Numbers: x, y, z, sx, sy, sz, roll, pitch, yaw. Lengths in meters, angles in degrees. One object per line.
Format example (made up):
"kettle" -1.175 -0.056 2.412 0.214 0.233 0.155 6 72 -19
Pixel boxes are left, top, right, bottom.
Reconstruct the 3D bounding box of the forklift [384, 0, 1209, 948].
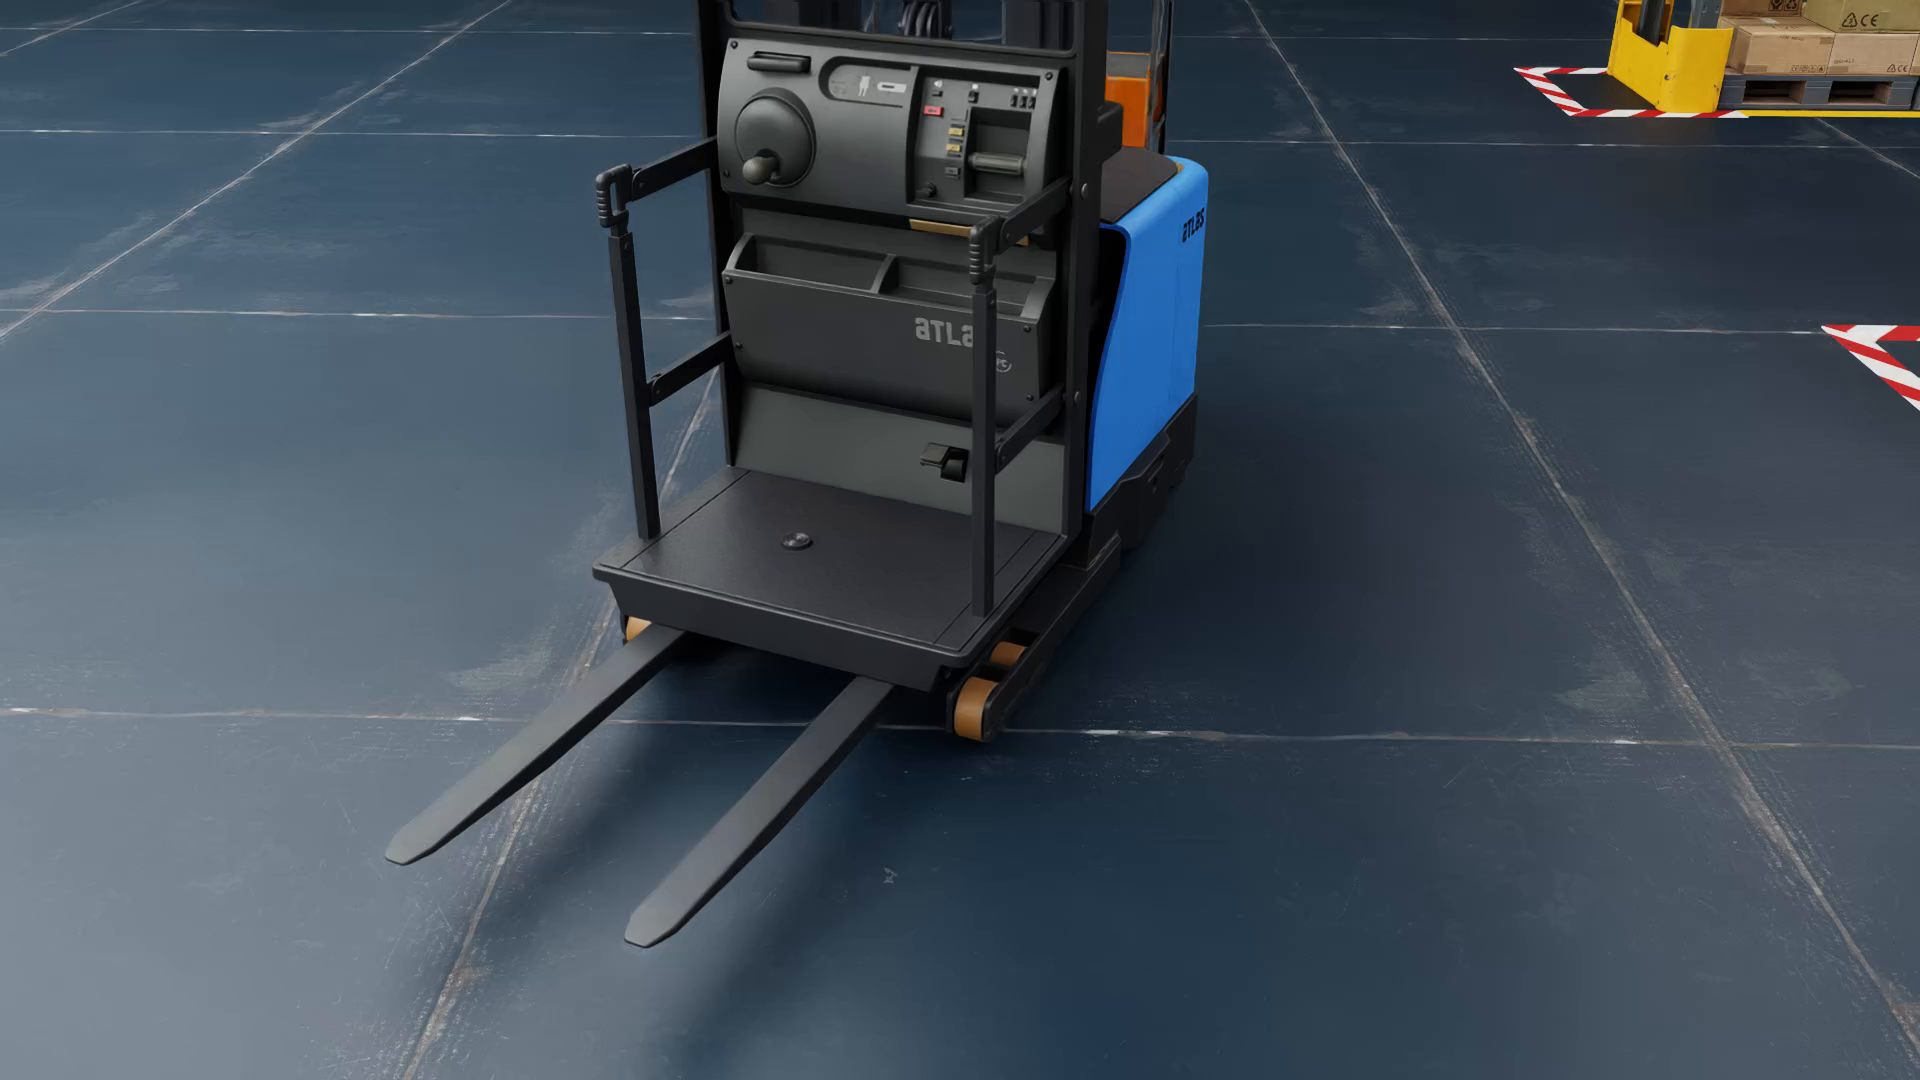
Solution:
"forklift" -0.283 -1.007 4.021 1.130 2.935 3.031 12 30 22

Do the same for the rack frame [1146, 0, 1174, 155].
"rack frame" 0.666 -1.387 5.625 0.015 2.100 0.400 7 29 13

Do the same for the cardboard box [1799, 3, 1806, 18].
"cardboard box" 5.567 -3.310 10.778 0.500 0.250 0.500 1 28 2

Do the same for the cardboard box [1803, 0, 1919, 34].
"cardboard box" 5.548 -3.394 10.136 0.500 0.500 0.500 1 28 2

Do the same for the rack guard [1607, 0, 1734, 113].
"rack guard" 4.496 -3.108 10.579 0.348 0.500 1.175 1 28 2

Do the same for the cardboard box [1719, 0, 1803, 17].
"cardboard box" 5.067 -3.645 10.609 0.500 0.500 0.500 1 28 2

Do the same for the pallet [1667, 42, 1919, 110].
"pallet" 5.286 -2.987 10.660 1.213 0.211 1.003 1 28 2

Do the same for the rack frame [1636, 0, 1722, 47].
"rack frame" 4.520 -4.212 9.993 0.127 3.000 1.000 1 28 2

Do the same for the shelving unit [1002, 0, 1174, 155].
"shelving unit" 0.430 -1.415 5.678 0.503 2.100 0.431 7 29 13

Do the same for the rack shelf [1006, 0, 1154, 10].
"rack shelf" 0.430 -2.022 5.357 0.480 0.518 0.431 7 29 13

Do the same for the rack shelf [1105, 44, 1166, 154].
"rack shelf" 0.430 -1.403 5.684 0.480 0.518 0.431 7 29 13

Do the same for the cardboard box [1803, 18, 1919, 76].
"cardboard box" 5.548 -3.063 10.313 0.500 0.250 0.500 1 28 2

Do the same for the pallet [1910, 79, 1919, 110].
"pallet" 6.502 -2.966 10.619 1.213 0.211 1.003 1 28 2

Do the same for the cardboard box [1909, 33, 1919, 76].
"cardboard box" 6.048 -3.055 10.297 0.500 0.250 0.500 1 28 2

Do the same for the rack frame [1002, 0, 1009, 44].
"rack frame" 0.193 -1.443 5.731 0.015 2.100 0.400 7 29 13

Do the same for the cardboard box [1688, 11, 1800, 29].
"cardboard box" 5.067 -3.312 10.783 0.500 0.250 0.500 1 28 2

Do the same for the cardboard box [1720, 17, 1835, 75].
"cardboard box" 5.048 -3.070 10.326 0.500 0.250 0.500 1 28 2
